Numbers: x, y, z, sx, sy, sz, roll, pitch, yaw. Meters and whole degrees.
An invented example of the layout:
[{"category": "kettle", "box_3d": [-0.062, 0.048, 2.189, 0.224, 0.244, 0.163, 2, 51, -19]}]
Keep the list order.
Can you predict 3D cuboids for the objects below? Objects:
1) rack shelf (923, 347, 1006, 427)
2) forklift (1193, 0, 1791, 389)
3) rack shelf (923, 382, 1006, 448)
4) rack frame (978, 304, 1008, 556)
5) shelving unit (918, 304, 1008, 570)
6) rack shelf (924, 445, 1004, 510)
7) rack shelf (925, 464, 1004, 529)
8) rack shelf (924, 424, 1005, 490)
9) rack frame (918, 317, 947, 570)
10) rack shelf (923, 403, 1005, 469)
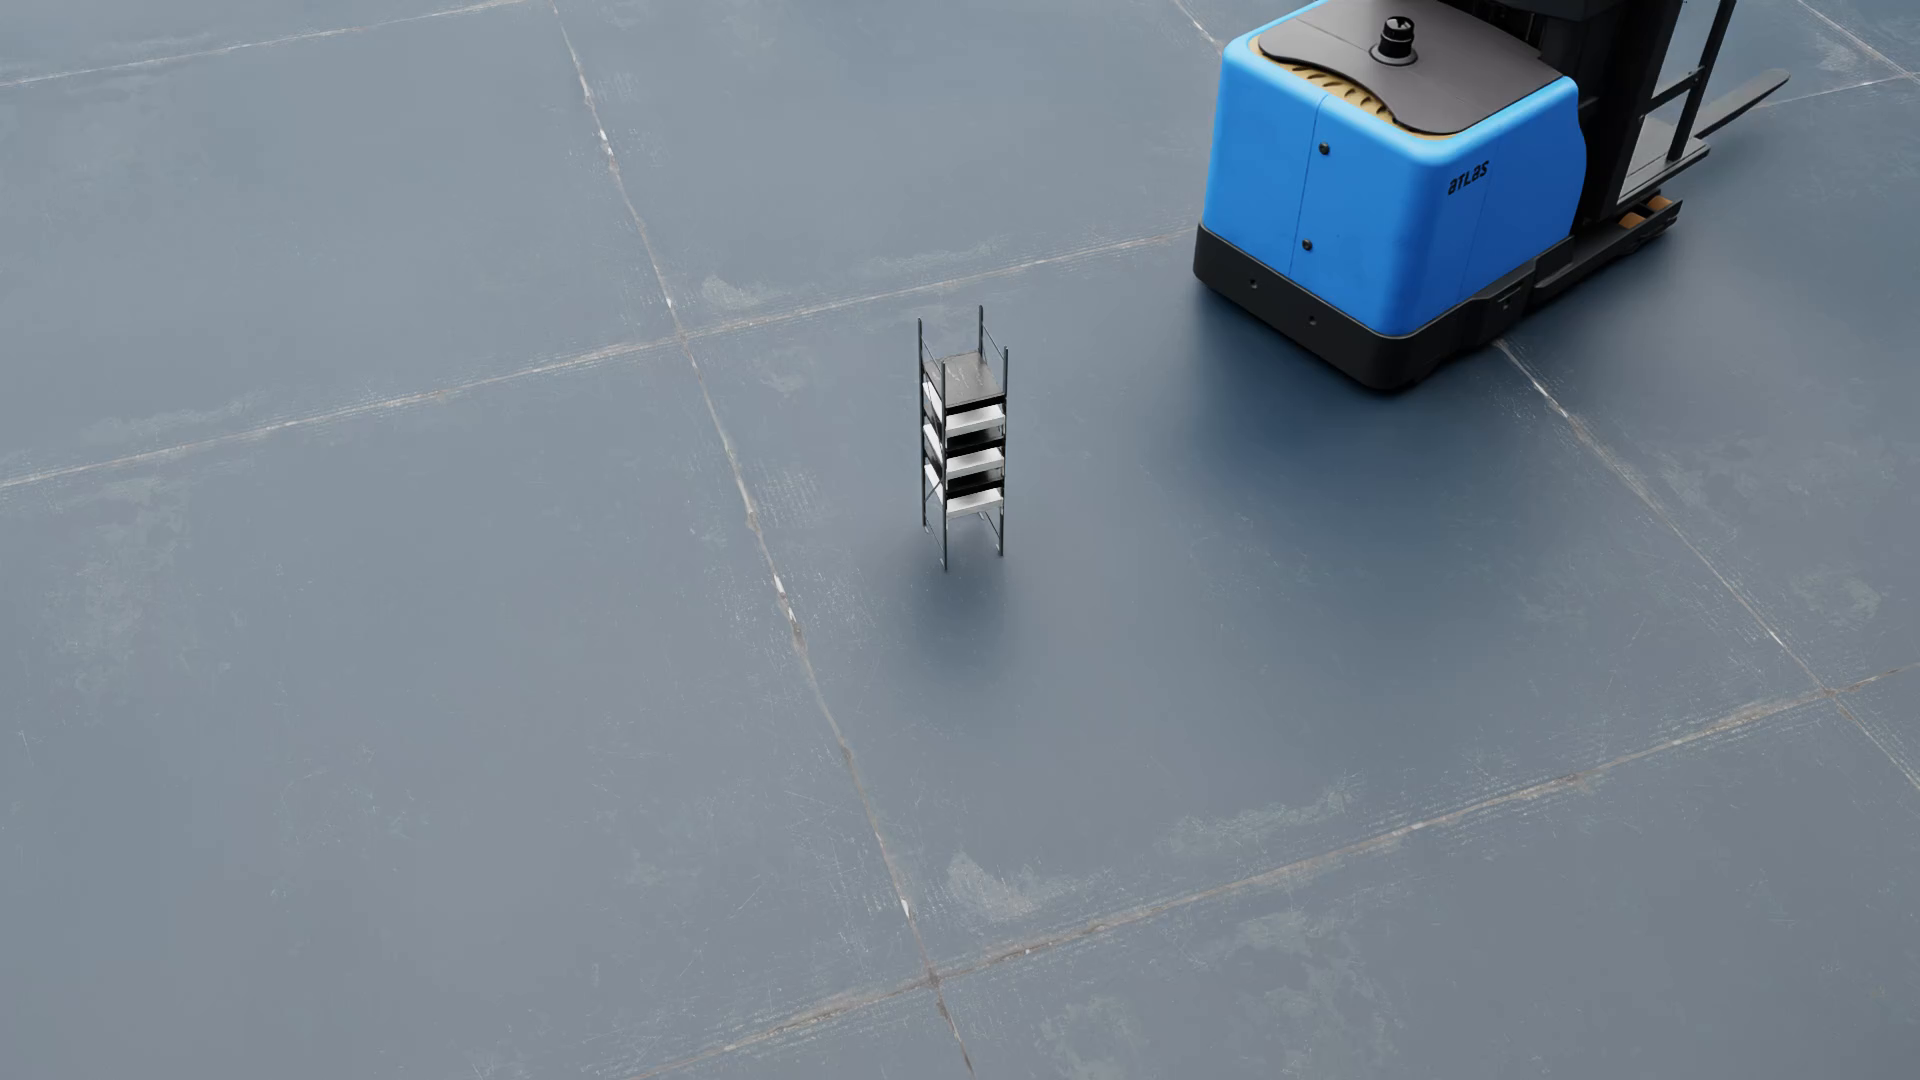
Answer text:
[{"category": "rack shelf", "box_3d": [0.008, -0.487, 5.266, 0.200, 0.077, 0.258, -14, 47, -14]}, {"category": "forklift", "box_3d": [2.397, -2.488, 6.160, 3.031, 2.935, 1.130, -31, 53, -27]}, {"category": "rack shelf", "box_3d": [0.008, -0.423, 5.329, 0.200, 0.077, 0.258, -14, 47, -14]}, {"category": "rack frame", "box_3d": [0.103, -0.344, 5.458, 0.006, 0.900, 0.240, -14, 47, -14]}, {"category": "shelving unit", "box_3d": [0.008, -0.320, 5.433, 0.210, 0.900, 0.258, -14, 47, -14]}, {"category": "rack shelf", "box_3d": [0.008, -0.233, 5.521, 0.200, 0.077, 0.258, -14, 47, -14]}, {"category": "rack shelf", "box_3d": [0.008, -0.169, 5.584, 0.200, 0.077, 0.258, -14, 47, -14]}, {"category": "rack shelf", "box_3d": [0.008, -0.296, 5.457, 0.200, 0.077, 0.258, -14, 47, -14]}, {"category": "rack frame", "box_3d": [-0.088, -0.295, 5.409, 0.006, 0.900, 0.240, -14, 47, -14]}, {"category": "rack shelf", "box_3d": [0.008, -0.360, 5.393, 0.200, 0.077, 0.258, -14, 47, -14]}]
